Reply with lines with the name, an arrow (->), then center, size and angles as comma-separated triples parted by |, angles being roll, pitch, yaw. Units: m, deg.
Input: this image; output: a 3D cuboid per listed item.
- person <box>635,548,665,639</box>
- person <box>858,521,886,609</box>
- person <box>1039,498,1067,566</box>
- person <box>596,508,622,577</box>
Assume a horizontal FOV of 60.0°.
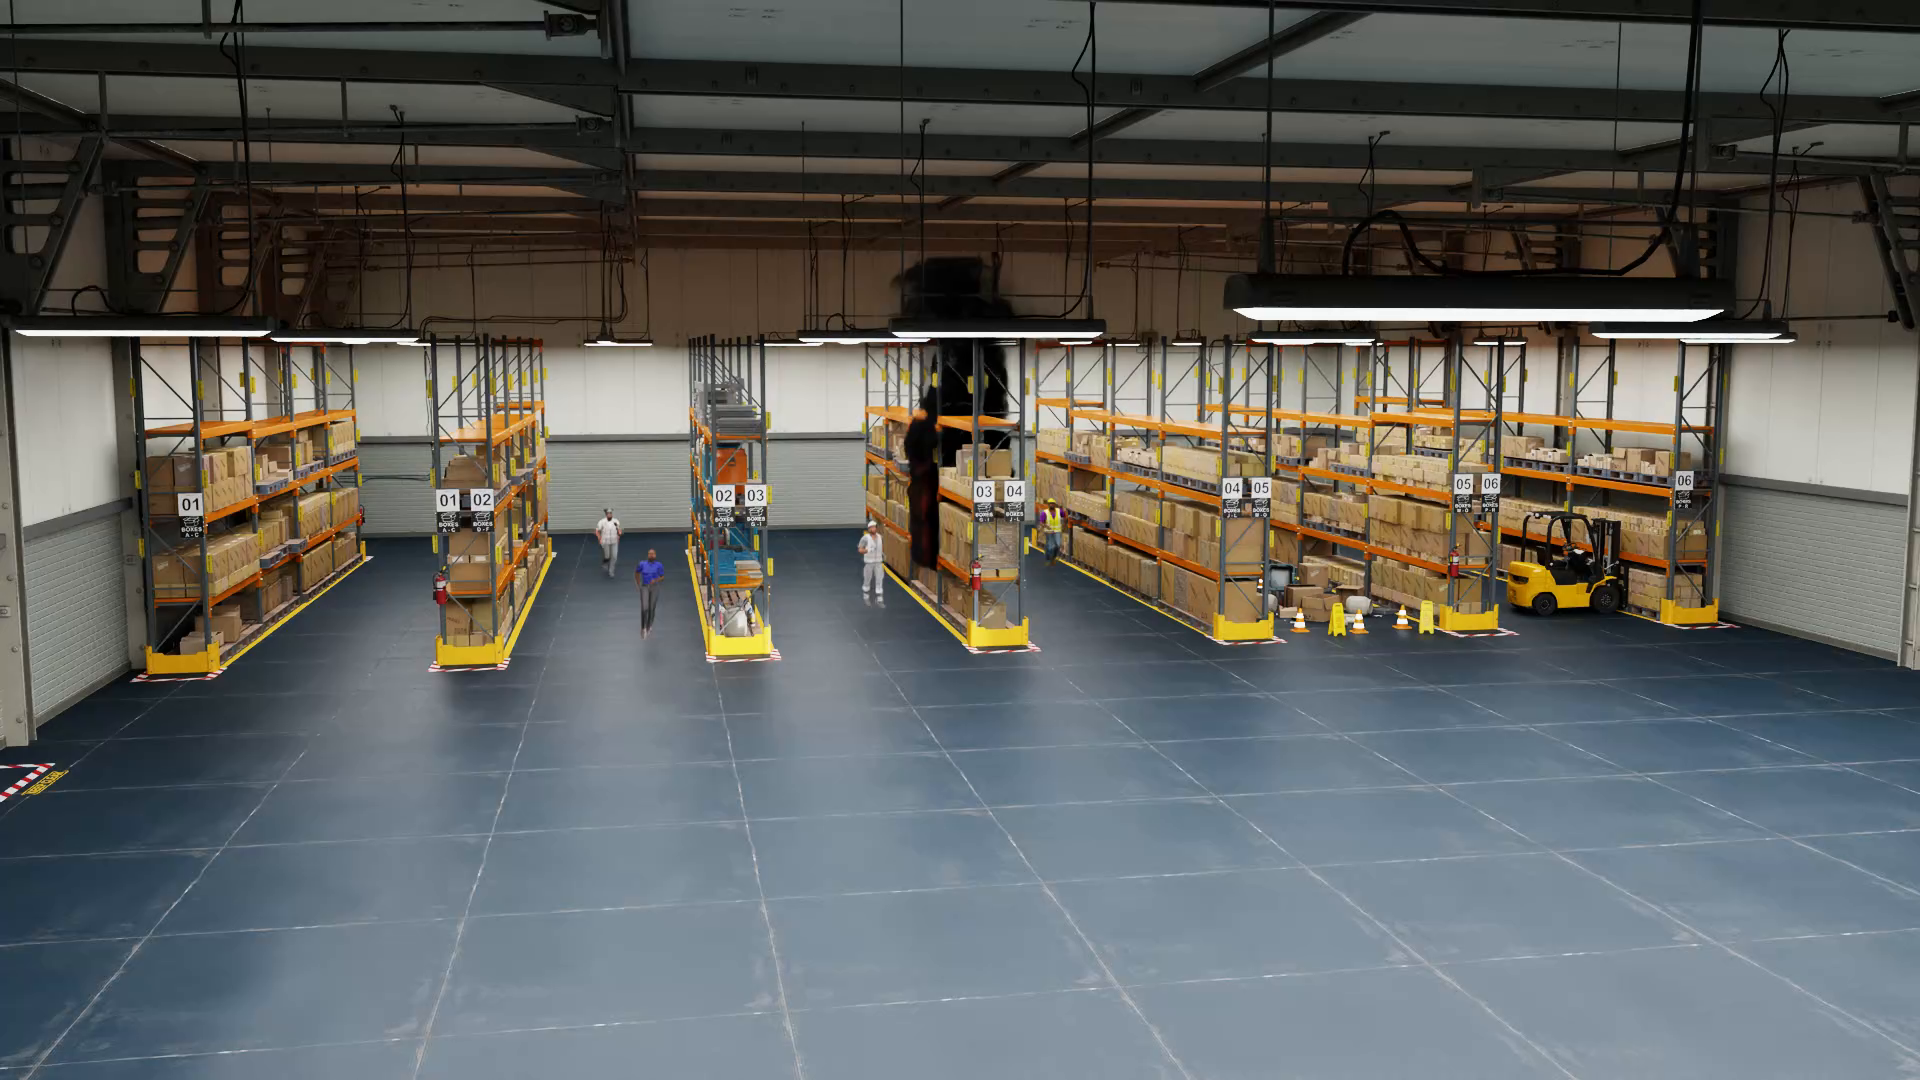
person -> -5.926, 1.020, 31.821 | 0.566, 1.730, 0.649 | -1, 7, -12
person -> -1.822, 0.512, 34.946 | 0.644, 1.826, 0.851 | -3, 7, -23
person -> 2.342, -0.186, 41.625 | 0.726, 1.731, 0.748 | -1, 7, -6
person -> -8.880, 0.047, 42.153 | 0.665, 1.741, 0.603 | -3, 7, -22
